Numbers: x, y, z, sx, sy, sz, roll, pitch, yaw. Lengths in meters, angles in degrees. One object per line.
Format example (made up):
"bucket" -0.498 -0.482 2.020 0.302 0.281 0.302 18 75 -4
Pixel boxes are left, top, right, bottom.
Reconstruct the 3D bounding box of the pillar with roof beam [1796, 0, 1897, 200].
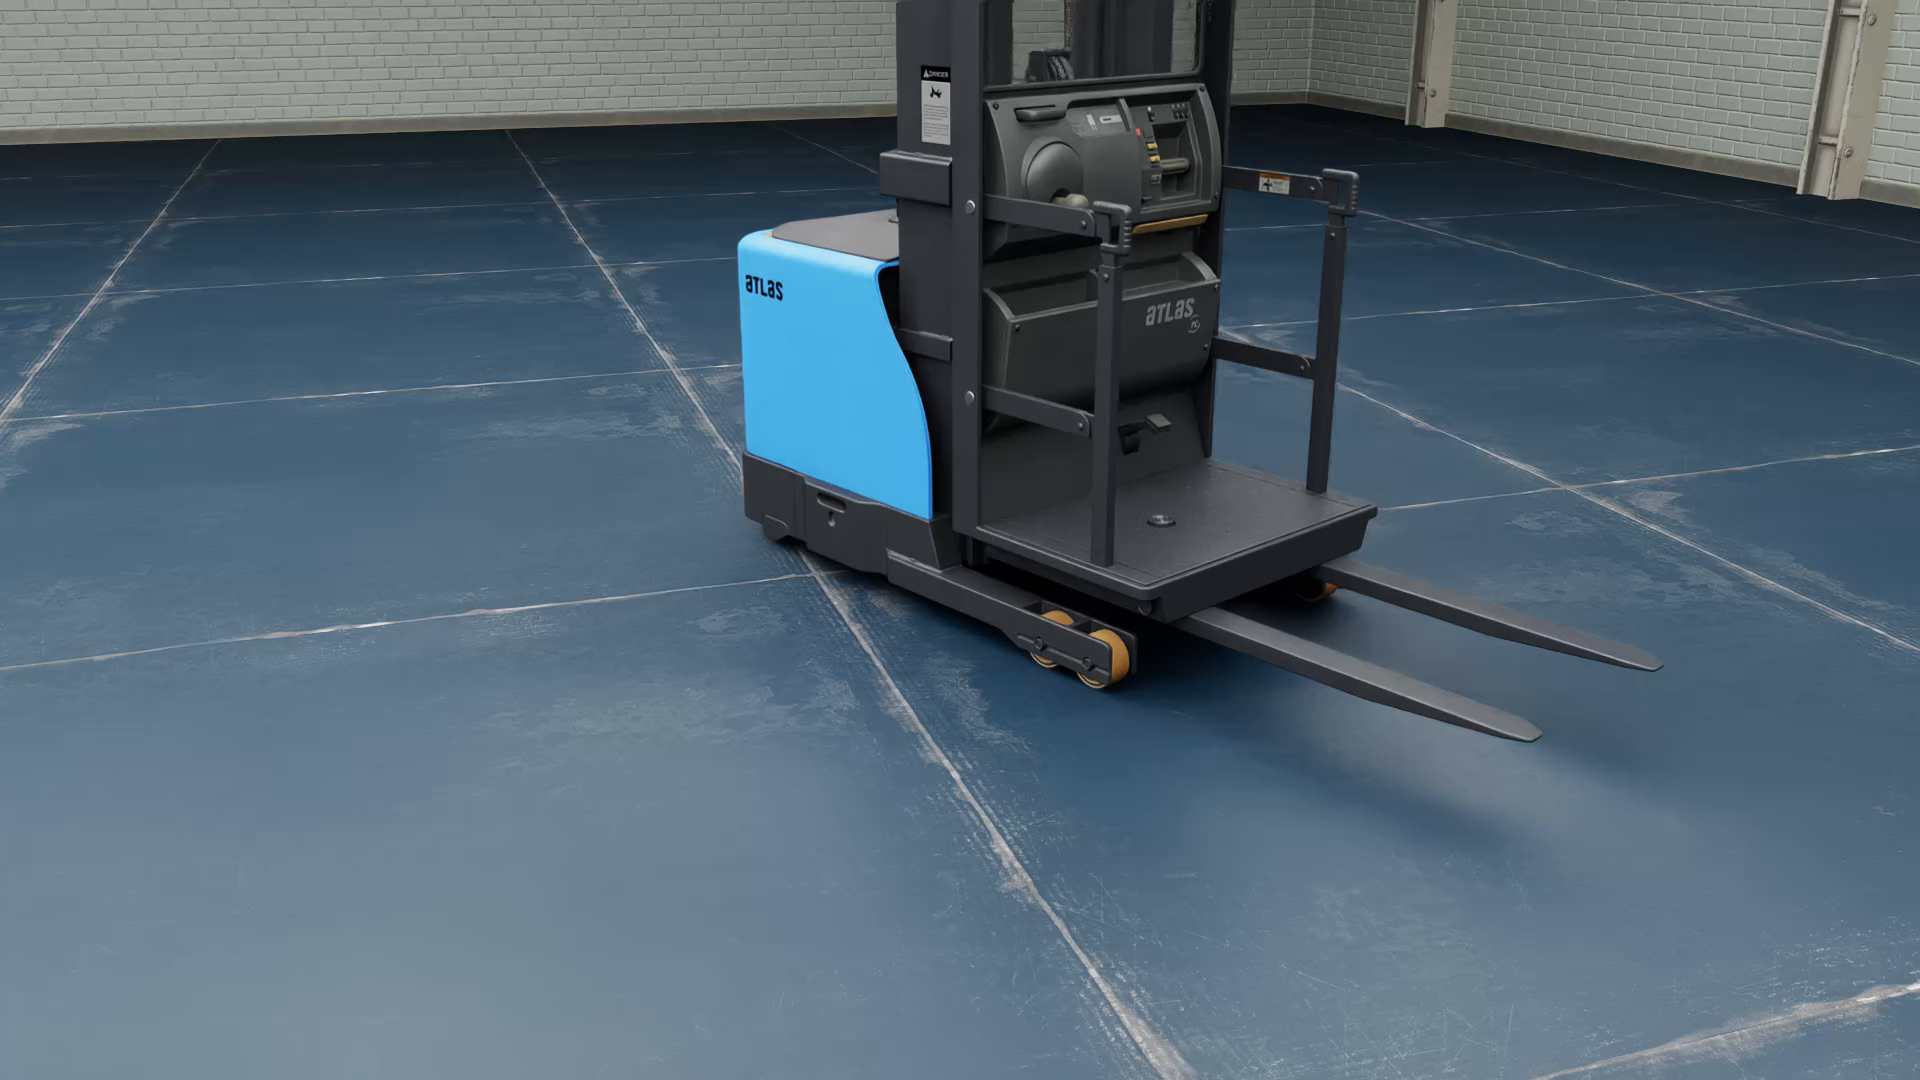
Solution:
"pillar with roof beam" 3.208 -6.670 11.174 9.100 9.000 0.400 -6 21 -17

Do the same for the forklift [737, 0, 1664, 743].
"forklift" 0.586 -1.150 4.782 1.130 2.935 3.031 -17 26 -39

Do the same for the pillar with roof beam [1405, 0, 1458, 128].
"pillar with roof beam" 1.323 -8.595 16.535 9.100 9.000 0.400 -6 21 -17
